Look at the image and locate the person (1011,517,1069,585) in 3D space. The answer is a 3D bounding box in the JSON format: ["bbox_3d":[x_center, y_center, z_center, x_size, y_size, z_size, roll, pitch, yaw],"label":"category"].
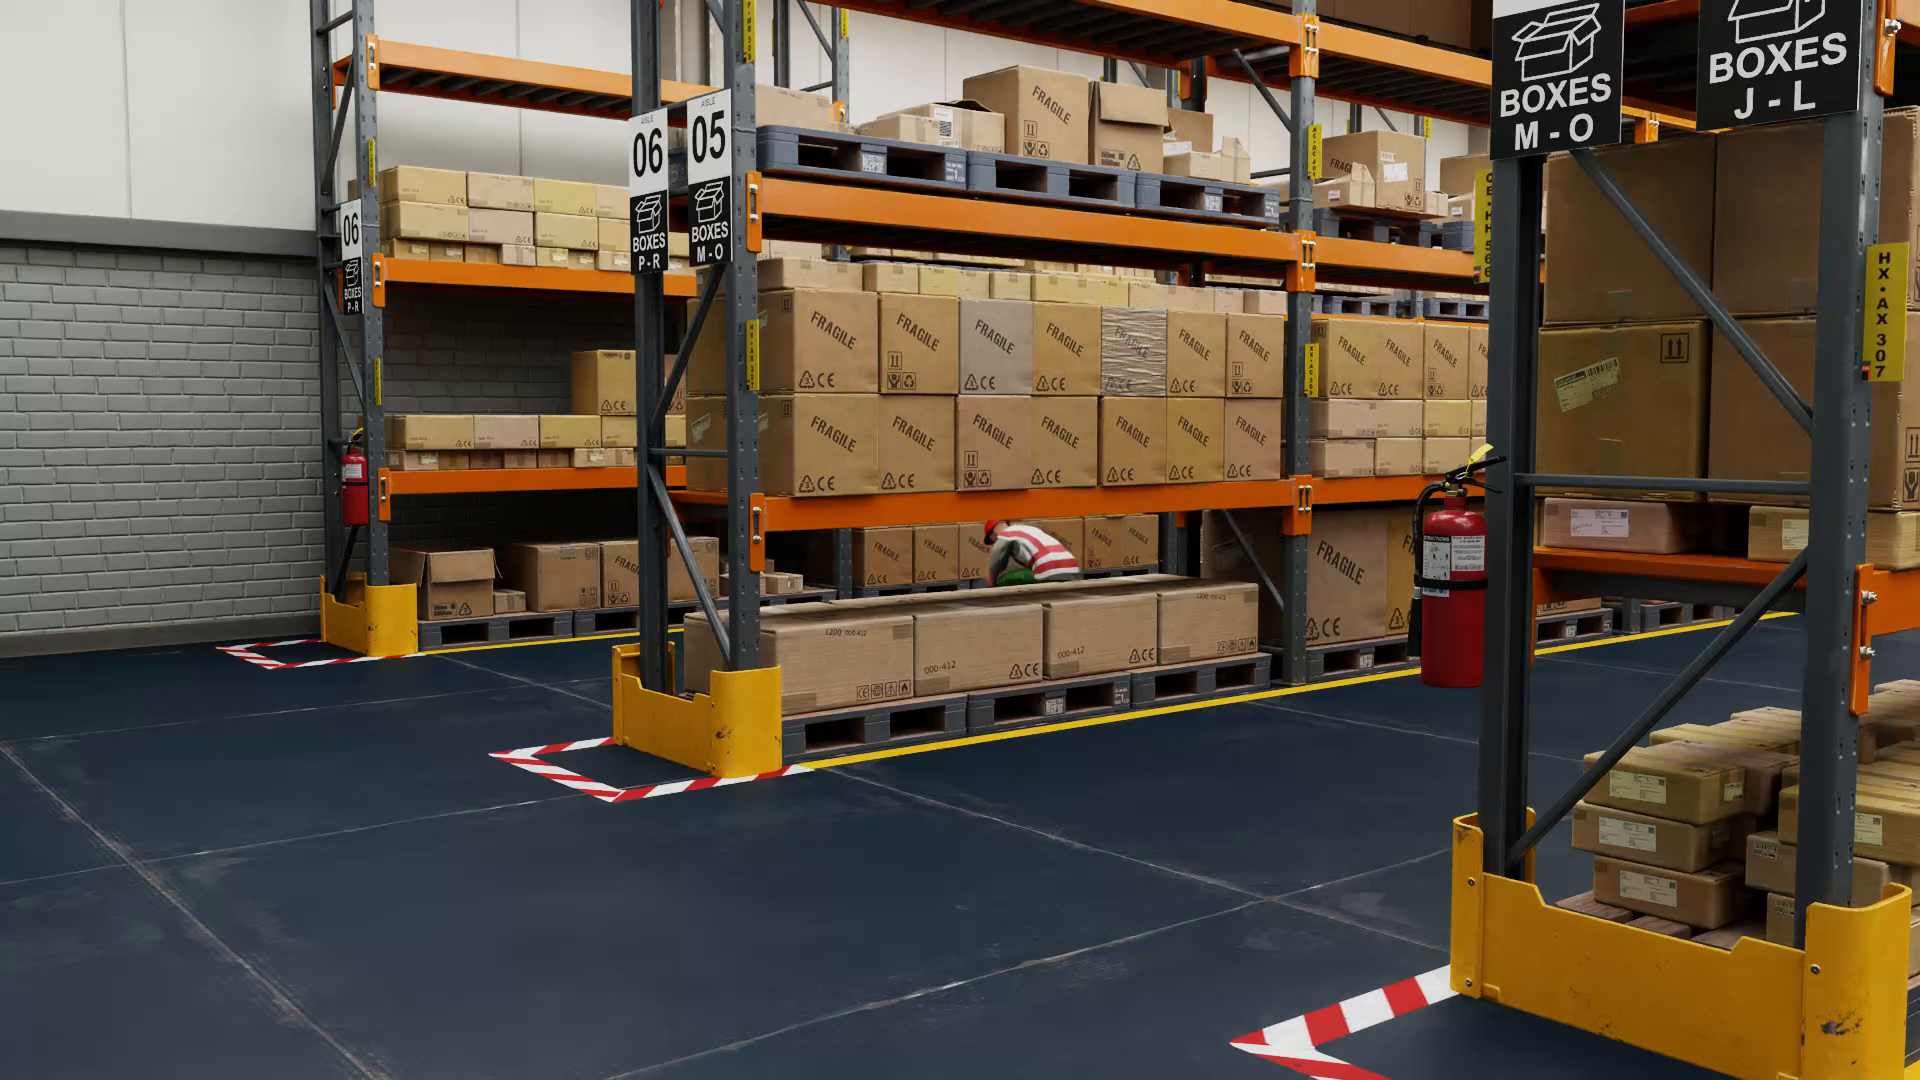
[{"bbox_3d":[0.652,-0.177,13.217,0.574,1.781,0.438,-4,6,-41],"label":"person"}]
